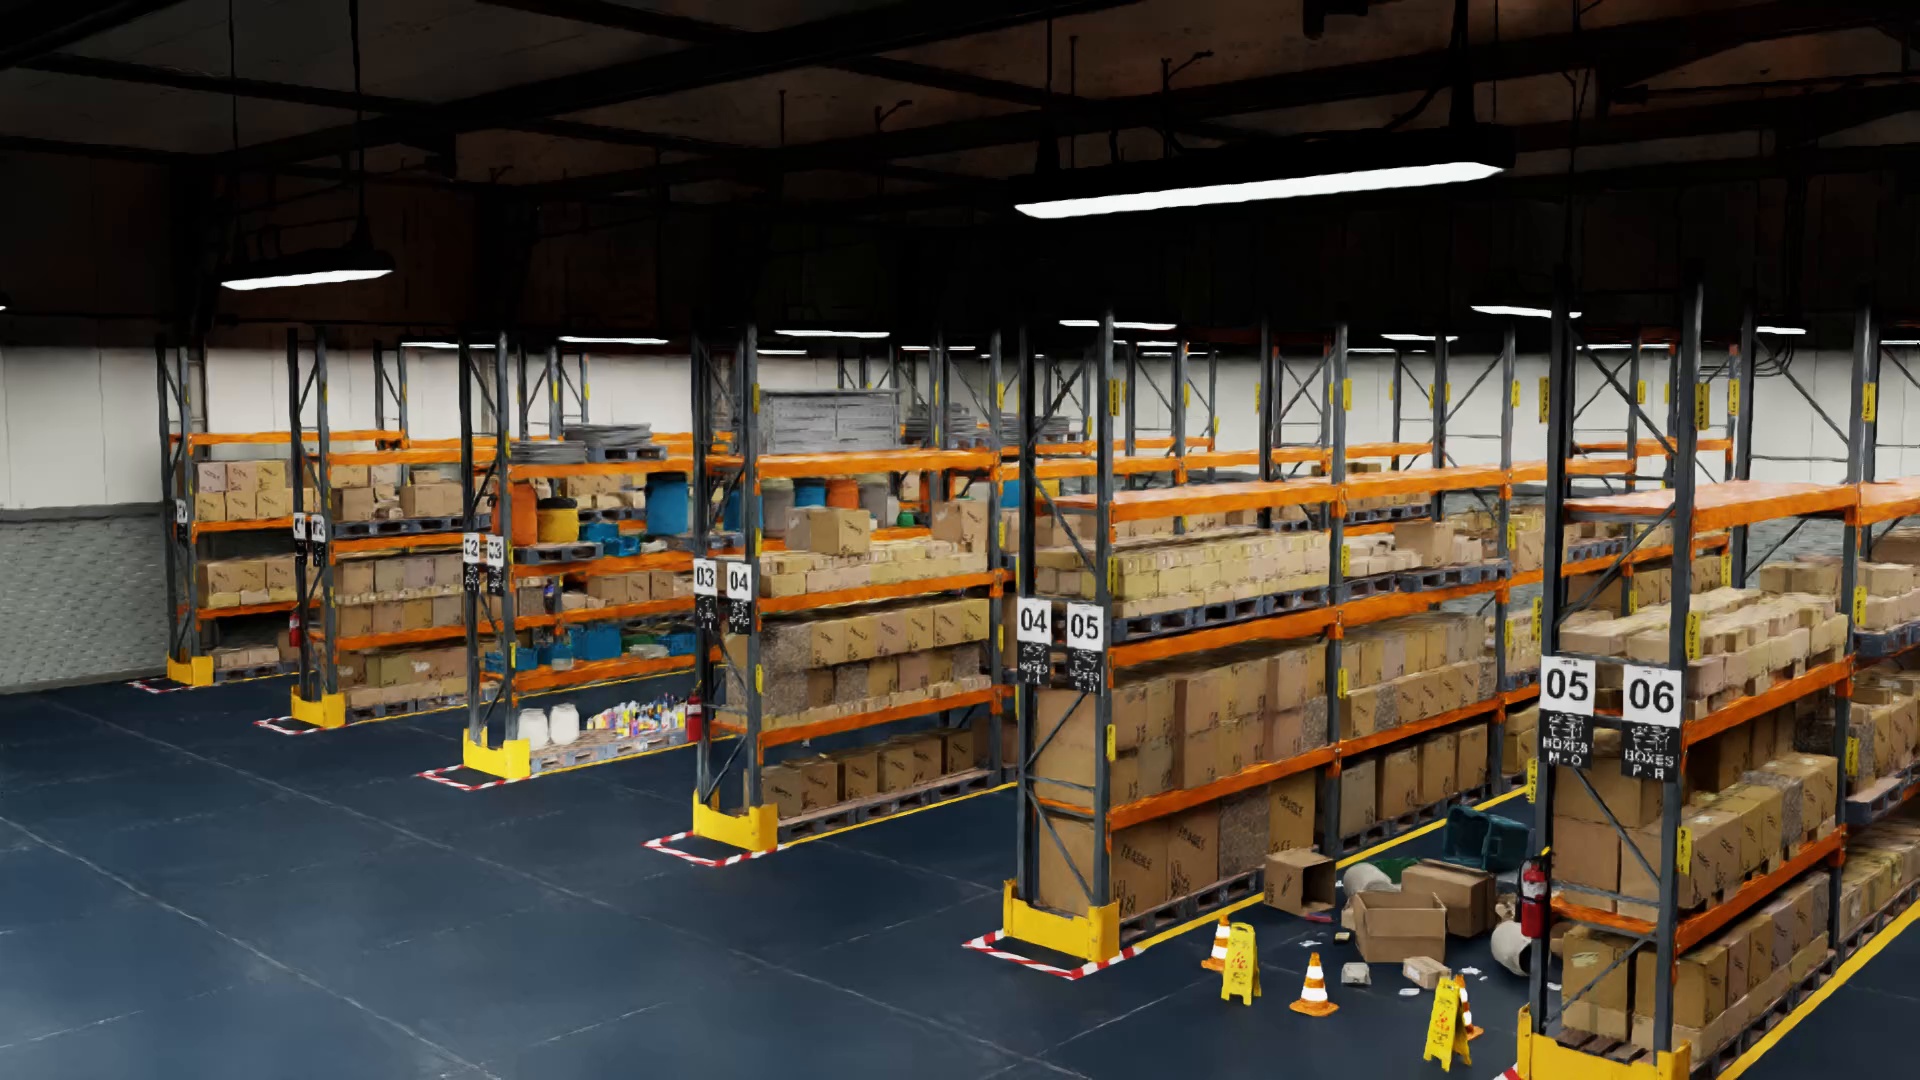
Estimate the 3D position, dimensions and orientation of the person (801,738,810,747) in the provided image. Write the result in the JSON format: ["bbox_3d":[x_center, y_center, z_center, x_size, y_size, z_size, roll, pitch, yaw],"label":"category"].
[{"bbox_3d":[-2.277,2.116,23.857,0.621,1.606,0.827,3,6,26],"label":"person"}]

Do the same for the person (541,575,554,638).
[{"bbox_3d":[-7.655,1.443,31.296,0.592,1.590,0.518,5,7,40],"label":"person"}]
